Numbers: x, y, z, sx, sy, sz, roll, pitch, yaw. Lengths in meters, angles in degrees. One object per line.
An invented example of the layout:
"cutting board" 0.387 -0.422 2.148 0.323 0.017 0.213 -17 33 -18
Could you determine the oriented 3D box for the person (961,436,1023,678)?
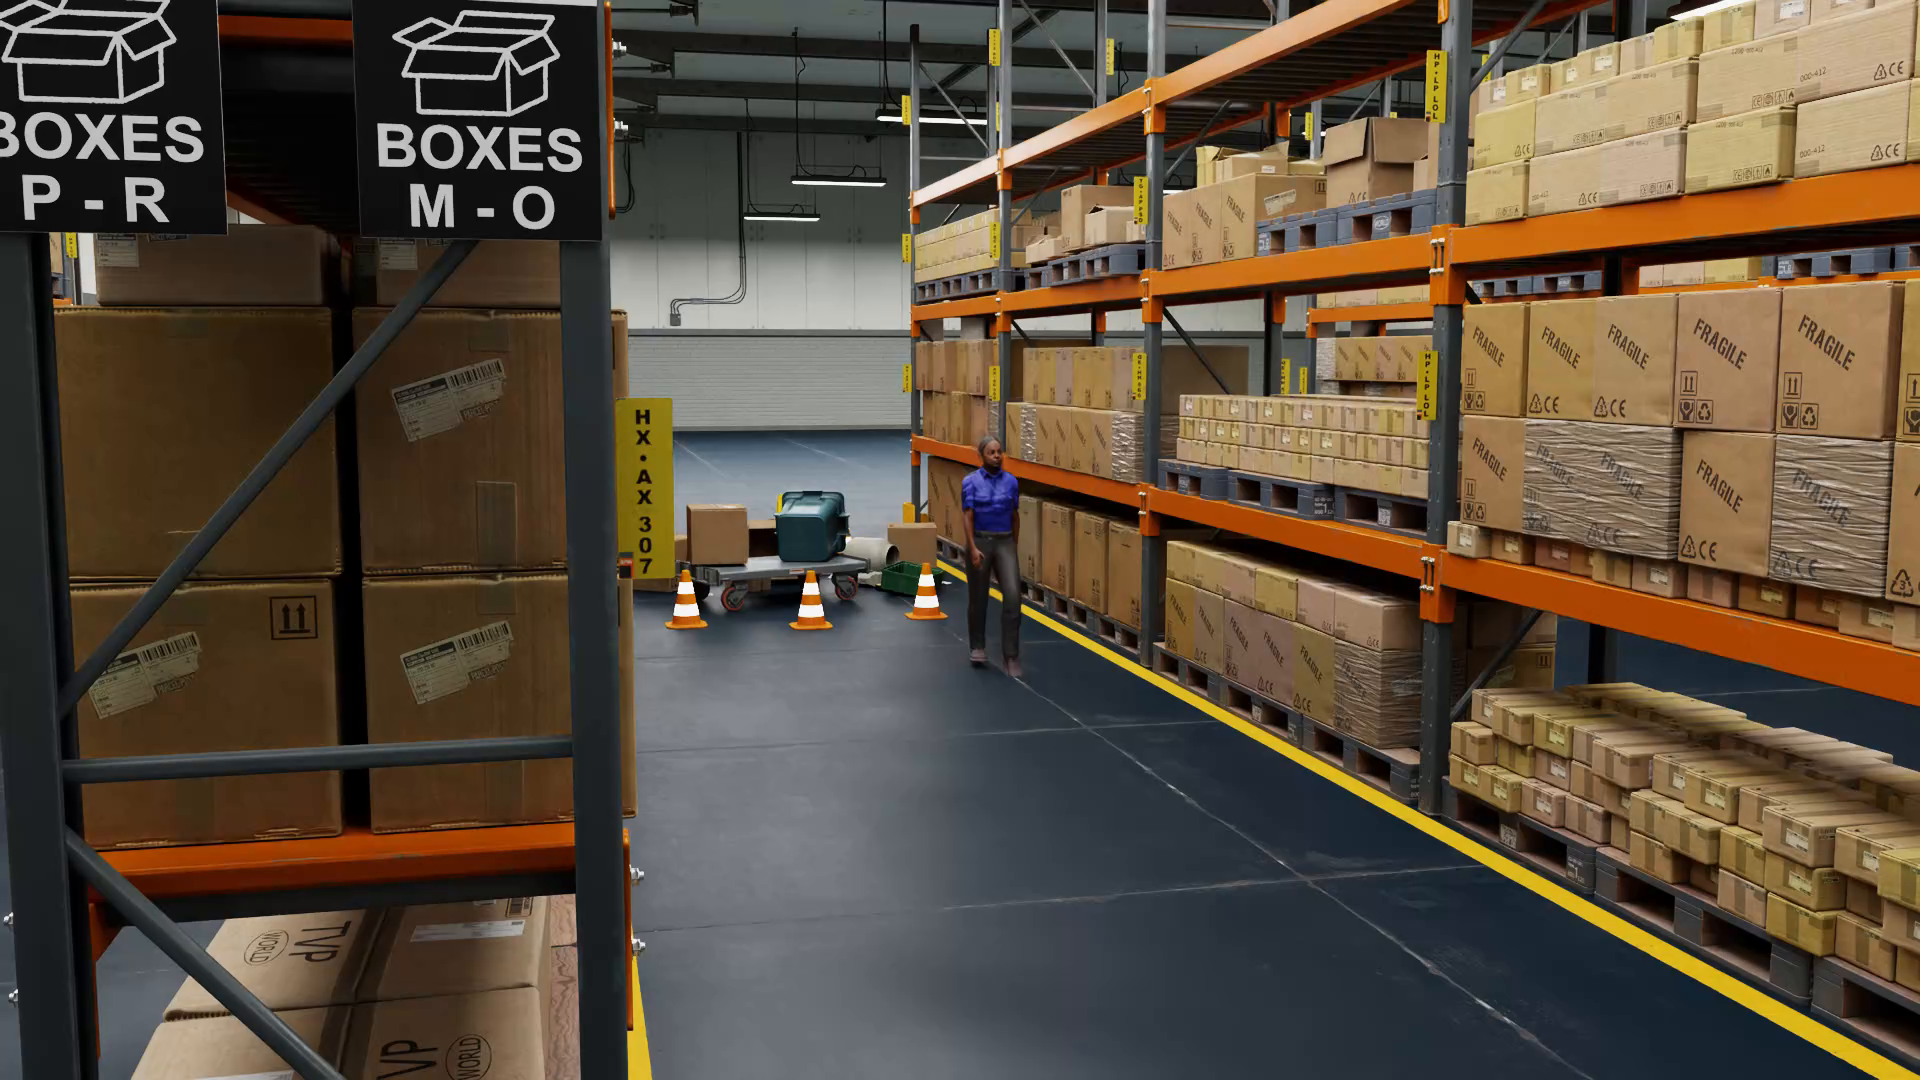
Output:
"person" 0.234 0.120 11.775 0.452 1.712 0.673 -1 6 -11
